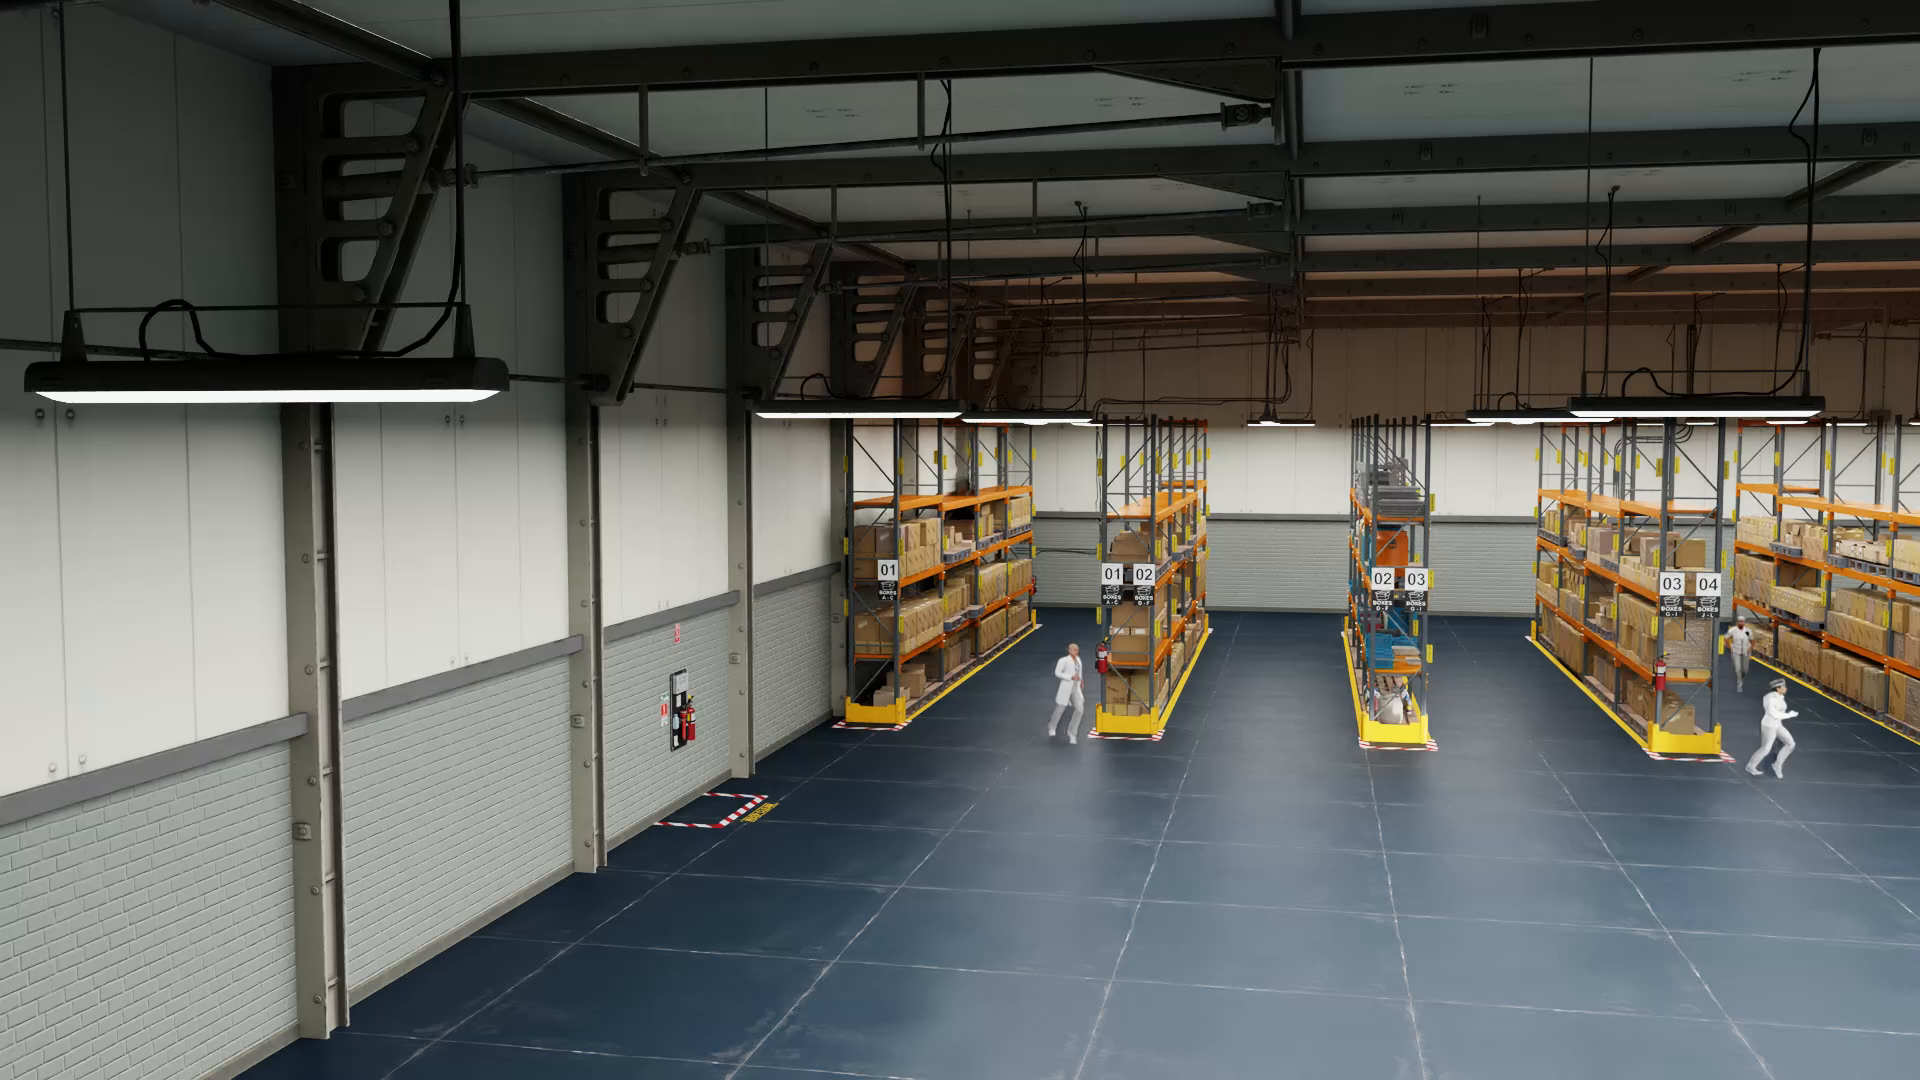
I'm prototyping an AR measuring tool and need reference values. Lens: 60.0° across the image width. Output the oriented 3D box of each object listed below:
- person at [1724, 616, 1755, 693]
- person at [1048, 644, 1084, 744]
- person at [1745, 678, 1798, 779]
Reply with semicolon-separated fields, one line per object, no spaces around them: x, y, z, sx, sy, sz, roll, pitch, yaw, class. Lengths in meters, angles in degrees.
17.089;2.484;36.441;0.618;1.648;0.719;1;4;14;person
2.005;2.813;30.645;0.750;1.822;0.842;-2;4;-32;person
13.284;3.067;27.187;0.788;1.679;0.641;3;5;39;person
